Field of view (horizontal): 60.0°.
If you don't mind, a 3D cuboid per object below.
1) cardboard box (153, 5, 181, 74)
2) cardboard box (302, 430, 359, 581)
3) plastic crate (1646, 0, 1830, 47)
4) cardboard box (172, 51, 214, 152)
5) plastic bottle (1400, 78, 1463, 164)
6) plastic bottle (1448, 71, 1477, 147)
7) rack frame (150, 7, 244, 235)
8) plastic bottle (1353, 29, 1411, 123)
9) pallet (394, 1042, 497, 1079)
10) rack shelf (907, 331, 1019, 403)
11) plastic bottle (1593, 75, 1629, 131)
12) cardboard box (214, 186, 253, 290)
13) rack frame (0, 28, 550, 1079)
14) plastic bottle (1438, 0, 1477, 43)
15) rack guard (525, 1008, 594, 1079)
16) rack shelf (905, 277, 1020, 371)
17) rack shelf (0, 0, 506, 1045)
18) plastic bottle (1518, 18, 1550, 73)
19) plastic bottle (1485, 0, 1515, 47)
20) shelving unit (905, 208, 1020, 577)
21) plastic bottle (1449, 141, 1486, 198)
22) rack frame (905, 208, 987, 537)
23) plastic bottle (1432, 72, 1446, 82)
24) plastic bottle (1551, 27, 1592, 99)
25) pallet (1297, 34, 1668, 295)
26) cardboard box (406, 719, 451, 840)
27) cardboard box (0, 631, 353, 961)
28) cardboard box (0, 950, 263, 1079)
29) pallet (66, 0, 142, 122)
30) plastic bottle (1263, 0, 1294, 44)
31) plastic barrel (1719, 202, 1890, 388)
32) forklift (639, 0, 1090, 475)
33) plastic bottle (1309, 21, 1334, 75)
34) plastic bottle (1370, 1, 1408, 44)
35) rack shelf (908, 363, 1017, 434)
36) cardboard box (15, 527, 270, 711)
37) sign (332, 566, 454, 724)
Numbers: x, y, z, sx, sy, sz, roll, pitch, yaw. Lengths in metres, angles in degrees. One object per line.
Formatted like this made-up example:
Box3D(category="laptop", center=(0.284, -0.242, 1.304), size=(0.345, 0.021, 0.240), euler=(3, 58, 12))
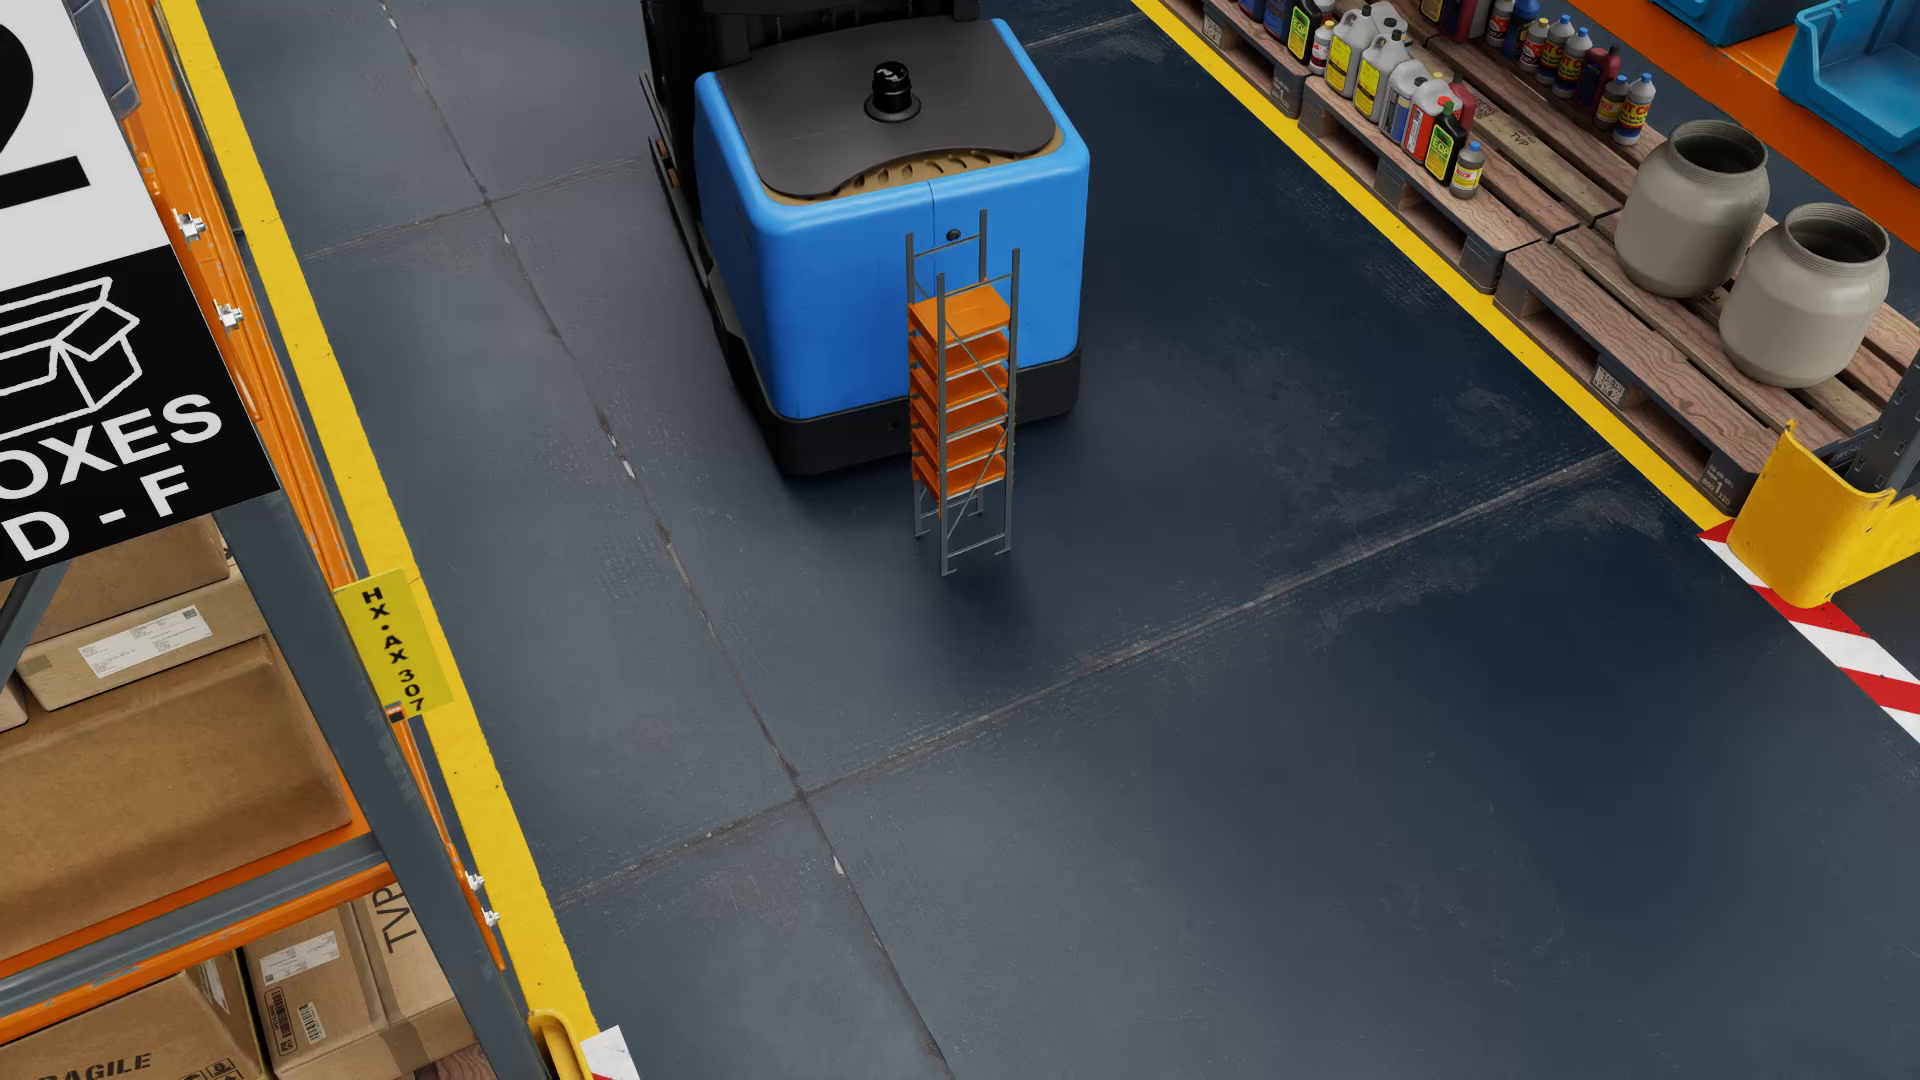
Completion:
Box3D(category="cardboard box", center=(-3.137, -1.797, 6.004), size=(0.500, 0.311, 0.500), euler=(-21, 52, -17))
Box3D(category="cardboard box", center=(-2.072, -0.012, 4.816), size=(0.500, 0.250, 0.500), euler=(-21, 52, -18))
Box3D(category="plastic crate", center=(2.280, -1.663, 4.810), size=(0.499, 0.251, 0.408), euler=(-21, 52, -18))
Box3D(category="cardboard box", center=(-3.134, -1.605, 6.209), size=(0.500, 0.250, 0.500), euler=(-22, 52, -18))
Box3D(category="plastic bottle", center=(1.746, -1.547, 6.128), size=(0.152, 0.276, 0.135), euler=(-21, 52, -17))
Box3D(category="plastic bottle", center=(1.840, -1.587, 6.158), size=(0.061, 0.283, 0.133), euler=(-21, 52, -18))
Box3D(category="rack frame", center=(-3.170, -2.017, 5.021), size=(1.000, 3.000, 0.127), euler=(-21, 52, -18))
Box3D(category="plastic bottle", center=(1.603, -1.774, 6.277), size=(0.144, 0.351, 0.185), euler=(-19, 52, -16))
Box3D(category="pallet", center=(-1.726, 1.081, 4.164), size=(1.003, 0.211, 1.213), euler=(-21, 52, -18))
Box3D(category="rack shelf", center=(0.007, -0.514, 4.643), size=(0.258, 0.103, 0.180), euler=(-21, 52, -18))
Box3D(category="plastic bottle", center=(2.467, -1.657, 6.273), size=(0.097, 0.201, 0.097), euler=(0, 49, 0))
Box3D(category="cardboard box", center=(-2.763, -1.014, 5.692), size=(0.500, 0.250, 0.500), euler=(-21, 52, -18))
Box3D(category="rack frame", center=(-1.339, 0.661, 2.679), size=(1.000, 3.000, 0.127), euler=(-21, 52, -18))
Box3D(category="plastic bottle", center=(1.999, -2.147, 6.648), size=(0.061, 0.283, 0.133), euler=(-21, 52, -18))
Box3D(category="rack guard", center=(-1.328, 1.500, 3.606), size=(1.175, 0.500, 0.348), euler=(-21, 52, -18))
Box3D(category="rack shelf", center=(0.007, -0.593, 4.552), size=(0.258, 0.103, 0.180), euler=(-21, 52, -18))
Box3D(category="rack shelf", center=(-2.255, -0.441, 4.121), size=(1.077, 0.370, 4.000), euler=(-21, 52, -18))
Box3D(category="plastic bottle", center=(2.266, -1.950, 6.530), size=(0.097, 0.201, 0.097), euler=(0, 49, 0))
Box3D(category="plastic bottle", center=(2.172, -2.088, 6.650), size=(0.097, 0.201, 0.097), euler=(0, 49, 0))
Box3D(category="shelving unit", center=(0.007, -0.385, 4.790), size=(0.258, 1.200, 0.189), euler=(-21, 52, -18))
Box3D(category="plastic bottle", center=(1.837, -1.345, 6.000), size=(0.097, 0.201, 0.097), euler=(0, 49, 0))
Box3D(category="rack frame", center=(-0.035, -0.447, 4.843), size=(0.240, 1.200, 0.006), euler=(-21, 52, -18))
Box3D(category="plastic bottle", center=(1.784, -1.671, 6.286), size=(0.097, 0.201, 0.097), euler=(0, 49, 0))
Box3D(category="plastic bottle", center=(2.357, -1.840, 6.387), size=(0.097, 0.271, 0.097), euler=(0, 49, 0))
Box3D(category="pallet", center=(2.069, -1.521, 6.440), size=(1.003, 0.211, 1.213), euler=(-21, 52, -18))
Box3D(category="cardboard box", center=(-1.619, 0.659, 4.229), size=(0.500, 0.250, 0.500), euler=(-21, 52, -18))
Box3D(category="cardboard box", center=(-1.542, 0.311, 2.919), size=(0.700, 0.500, 0.500), euler=(-21, 52, -18))
Box3D(category="cardboard box", center=(-1.849, 0.924, 3.498), size=(0.500, 0.500, 0.500), euler=(-21, 52, -18))
Box3D(category="pallet", center=(-1.640, -0.780, 2.005), size=(1.003, 0.211, 1.213), euler=(-21, 52, -18))
Box3D(category="plastic bottle", center=(1.323, -2.183, 6.634), size=(0.144, 0.351, 0.185), euler=(-23, 53, -19))
Box3D(category="plastic barrel", center=(2.698, -0.776, 5.310), size=(0.421, 0.512, 0.421), euler=(0, 49, 0))
Box3D(category="forklift", center=(-0.560, -2.310, 5.323), size=(1.130, 2.935, 3.031), euler=(-14, 50, -12))
Box3D(category="plastic bottle", center=(1.432, -1.937, 6.518), size=(0.097, 0.201, 0.097), euler=(0, 49, 0))
Box3D(category="plastic bottle", center=(1.638, -1.942, 6.473), size=(0.152, 0.276, 0.135), euler=(-21, 52, -18))
Box3D(category="rack shelf", center=(0.007, -0.435, 4.733), size=(0.258, 0.103, 0.180), euler=(-21, 52, -18))
Box3D(category="cardboard box", center=(-1.327, 0.077, 2.692), size=(0.380, 0.149, 0.250), euler=(-22, 52, -18))
Box3D(category="sign", center=(-0.843, 0.162, 2.487), size=(0.100, 0.325, 0.005), euler=(-21, 52, -18))
